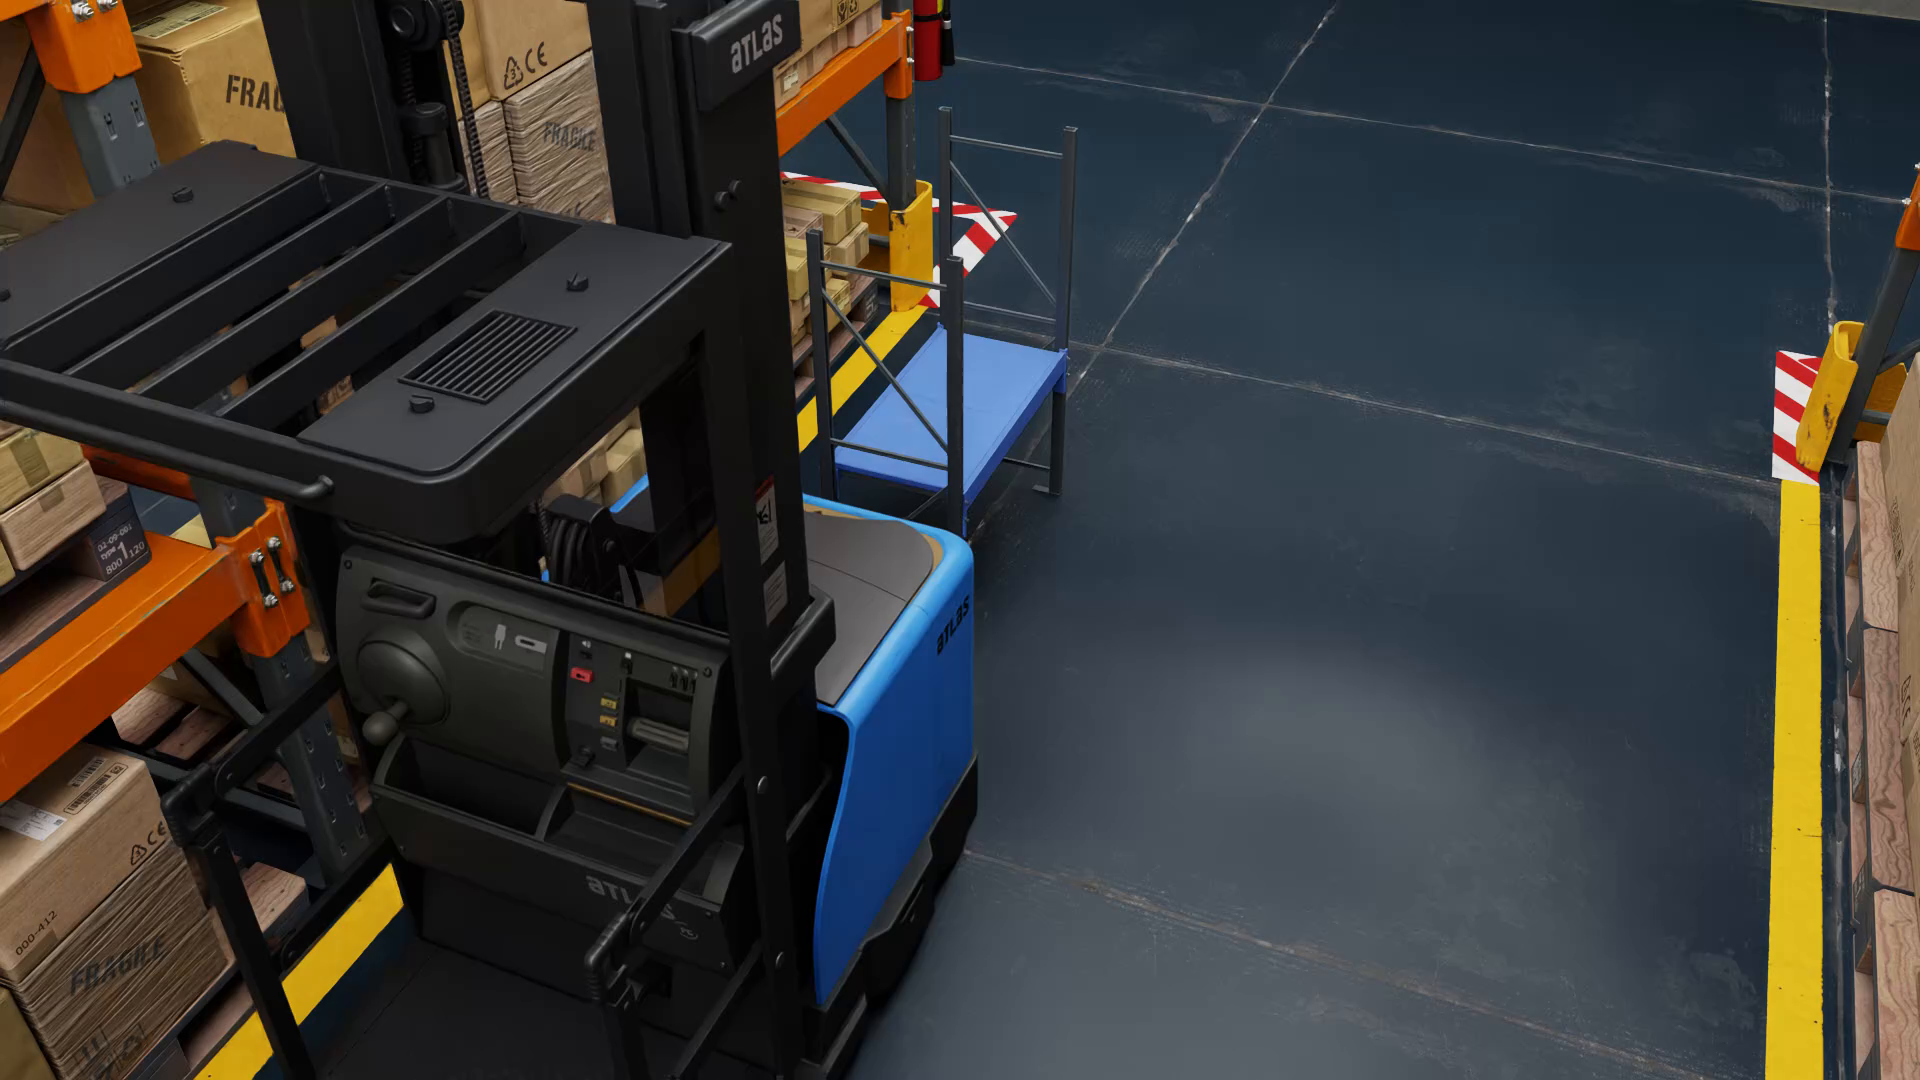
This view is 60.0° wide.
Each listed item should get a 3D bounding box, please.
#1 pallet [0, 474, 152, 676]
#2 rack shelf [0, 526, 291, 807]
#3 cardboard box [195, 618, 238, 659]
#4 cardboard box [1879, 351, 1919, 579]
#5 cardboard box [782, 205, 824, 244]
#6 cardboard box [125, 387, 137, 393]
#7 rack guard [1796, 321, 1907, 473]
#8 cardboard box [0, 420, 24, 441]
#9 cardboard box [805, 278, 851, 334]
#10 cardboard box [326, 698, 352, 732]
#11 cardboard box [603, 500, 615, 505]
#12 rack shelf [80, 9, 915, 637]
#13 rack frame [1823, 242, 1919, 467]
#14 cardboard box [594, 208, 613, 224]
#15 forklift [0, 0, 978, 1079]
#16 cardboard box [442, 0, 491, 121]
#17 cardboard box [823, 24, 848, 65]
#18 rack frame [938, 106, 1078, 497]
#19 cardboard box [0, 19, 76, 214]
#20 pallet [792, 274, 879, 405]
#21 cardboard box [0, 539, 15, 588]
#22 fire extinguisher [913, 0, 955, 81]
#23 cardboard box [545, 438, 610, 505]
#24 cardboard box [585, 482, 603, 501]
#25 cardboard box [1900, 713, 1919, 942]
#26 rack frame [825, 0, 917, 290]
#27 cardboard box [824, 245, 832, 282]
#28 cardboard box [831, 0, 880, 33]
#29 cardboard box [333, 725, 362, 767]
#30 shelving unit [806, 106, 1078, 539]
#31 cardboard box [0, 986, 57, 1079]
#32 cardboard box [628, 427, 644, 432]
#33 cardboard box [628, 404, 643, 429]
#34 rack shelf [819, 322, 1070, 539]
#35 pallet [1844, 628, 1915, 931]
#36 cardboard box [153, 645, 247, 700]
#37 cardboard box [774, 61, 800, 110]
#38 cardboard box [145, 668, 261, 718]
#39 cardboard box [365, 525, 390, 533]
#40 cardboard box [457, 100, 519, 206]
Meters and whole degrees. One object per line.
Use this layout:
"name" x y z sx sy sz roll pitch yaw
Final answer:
"pallet" -2.631 0.172 3.674 1.003 0.211 1.213 14 39 18
"rack shelf" -2.966 1.101 2.873 1.077 0.370 4.000 14 39 18
"cardboard box" -2.311 0.185 5.031 0.380 0.149 0.250 15 39 19
"cardboard box" 3.774 -0.191 5.790 0.875 0.438 0.875 13 39 16
"cardboard box" -0.799 -1.297 7.013 0.380 0.149 0.250 15 39 19
"cardboard box" -2.313 -0.405 4.497 0.380 0.149 0.250 13 39 17
"rack guard" 3.942 -0.450 6.434 1.175 0.500 0.348 14 39 18
"cardboard box" -2.178 -0.334 3.553 0.380 0.149 0.250 16 40 20
"cardboard box" -0.695 -1.031 7.155 0.380 0.149 0.250 15 39 19
"cardboard box" -1.772 0.432 4.948 0.380 0.149 0.250 16 40 20
"cardboard box" -1.314 -0.177 6.012 0.380 0.149 0.250 13 39 17
"rack shelf" -1.444 -1.114 5.835 1.077 0.370 4.000 14 39 18
"rack frame" 3.933 -1.438 5.668 1.000 3.000 0.127 14 39 18
"cardboard box" -1.339 -1.016 5.314 0.380 0.149 0.250 16 39 20
"forklift" -0.994 0.372 3.305 1.130 2.935 3.031 14 39 18
"cardboard box" -1.625 -1.339 4.369 0.500 0.500 0.500 13 39 16
"cardboard box" -0.675 -2.035 6.676 0.380 0.149 0.250 14 39 18
"rack frame" 0.161 -0.835 6.114 0.500 1.500 0.032 14 39 18
"cardboard box" -2.277 -1.176 4.151 0.500 0.500 0.500 13 39 16
"pallet" -1.054 -0.908 7.289 1.003 0.211 1.213 14 39 18
"cardboard box" -2.272 0.047 3.541 0.380 0.149 0.250 14 39 18
"fire extinguisher" -0.161 -2.363 7.282 0.296 0.674 0.183 14 39 18
"cardboard box" -1.422 -0.265 5.632 0.380 0.149 0.250 15 39 19
"cardboard box" -1.467 -0.167 5.750 0.380 0.149 0.250 16 40 20
"cardboard box" 3.089 0.816 4.442 0.875 0.438 0.875 13 39 16
"rack frame" -0.684 -2.509 7.102 1.000 3.000 0.127 14 39 18
"cardboard box" -0.770 -1.165 7.085 0.380 0.149 0.250 13 39 17
"cardboard box" -0.616 -2.361 6.571 0.500 0.500 0.500 15 39 19
"cardboard box" -1.770 0.551 5.038 0.380 0.149 0.250 12 38 16
"shelving unit" -0.032 -0.554 5.738 0.538 1.500 1.048 14 39 18
"cardboard box" -2.450 1.290 3.756 0.500 0.500 0.500 13 39 17
"cardboard box" -1.195 -0.423 6.093 0.380 0.149 0.250 14 39 18
"cardboard box" -1.265 -0.562 6.030 0.380 0.149 0.250 14 39 18
"rack shelf" -0.032 -0.409 5.845 0.538 0.185 1.000 14 39 18
"pallet" 3.235 0.813 4.986 1.003 0.211 1.213 14 39 18
"cardboard box" -2.380 0.313 5.108 0.380 0.149 0.250 15 39 19
"cardboard box" -0.832 -1.746 6.290 0.380 0.149 0.250 15 39 19
"cardboard box" -2.371 0.384 5.261 0.380 0.149 0.250 14 39 18
"cardboard box" -1.672 0.007 5.269 0.380 0.149 0.250 13 39 17
"cardboard box" -1.602 -0.946 4.678 0.500 0.500 0.500 14 39 18
